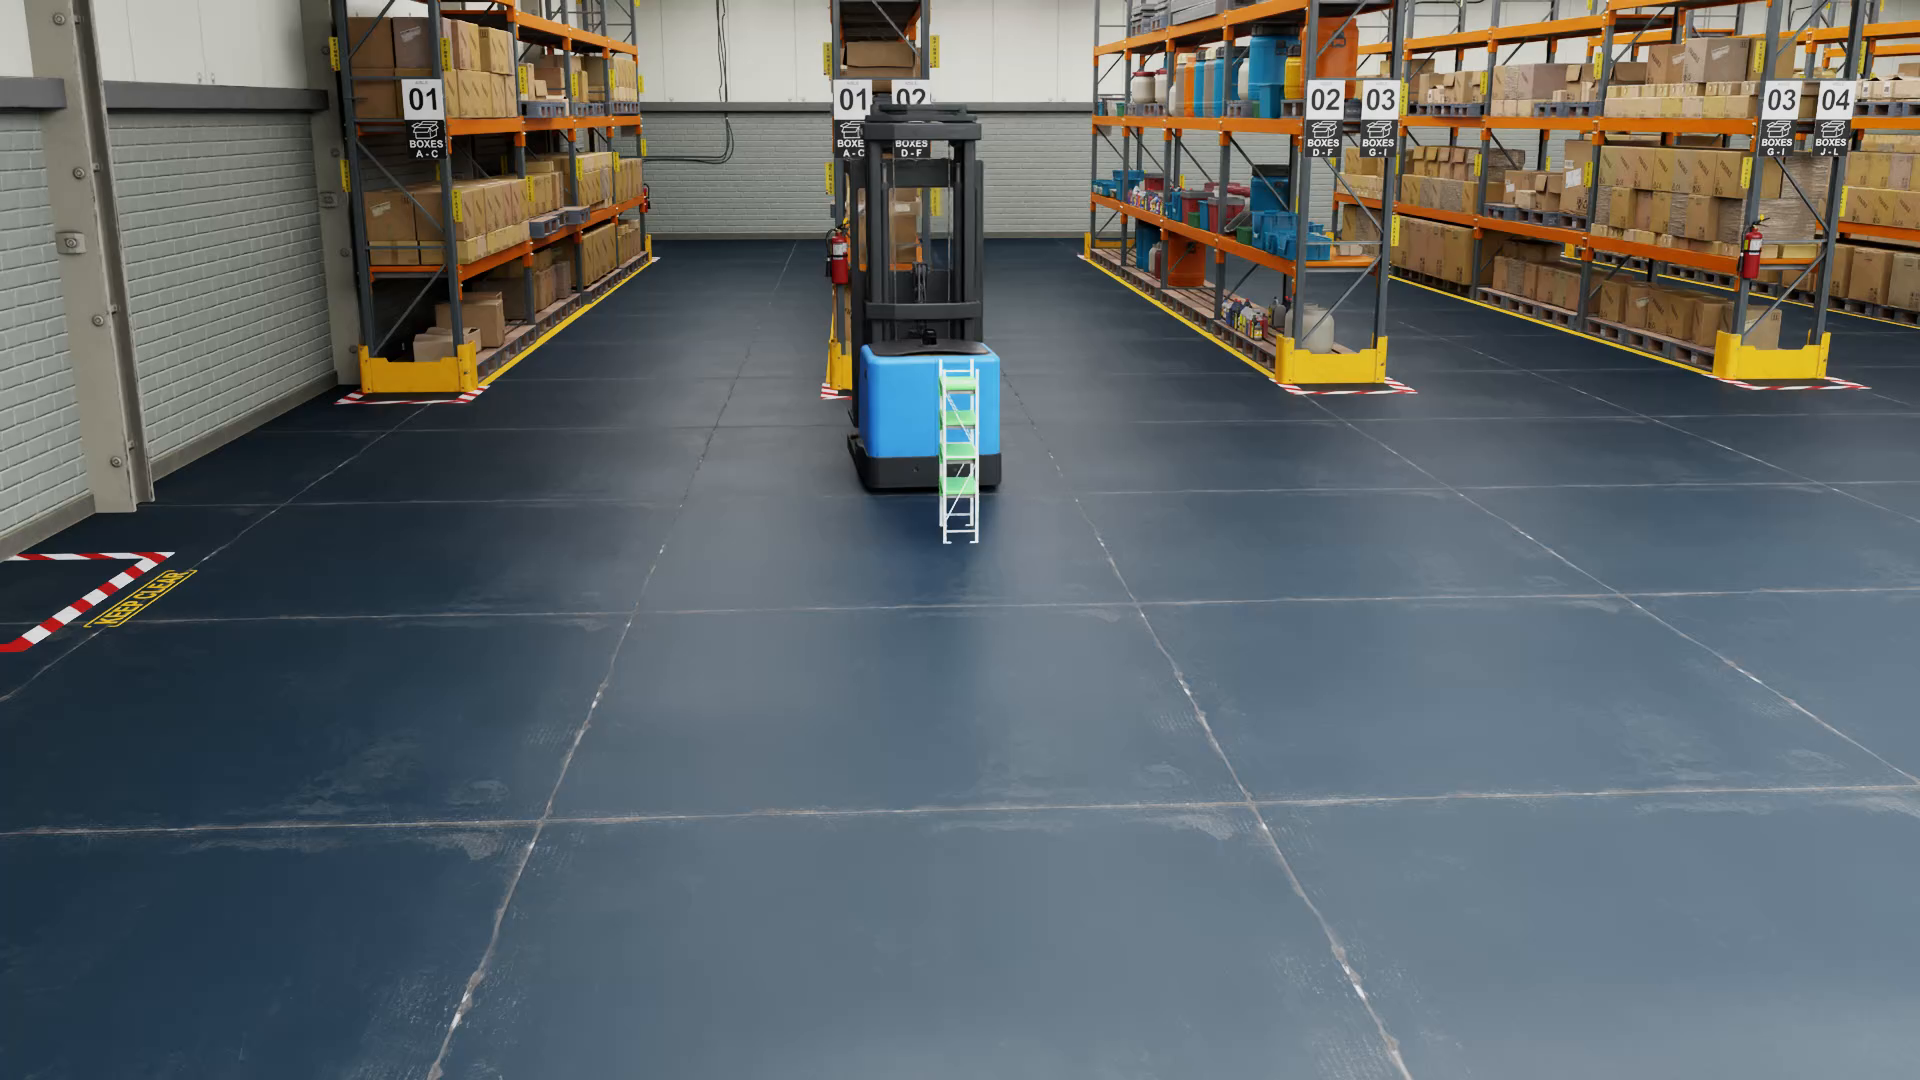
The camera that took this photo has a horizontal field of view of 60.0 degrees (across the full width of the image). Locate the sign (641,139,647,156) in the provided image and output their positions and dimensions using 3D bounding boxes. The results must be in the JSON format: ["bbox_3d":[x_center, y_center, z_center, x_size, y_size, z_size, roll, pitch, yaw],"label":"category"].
[{"bbox_3d":[-6.208,-7.698,32.625,0.100,0.325,0.005,-1,14,-3],"label":"sign"}]

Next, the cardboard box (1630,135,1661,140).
[{"bbox_3d":[12.931,-7.349,31.264,0.500,0.500,0.500,-1,14,-2],"label":"cardboard box"}]

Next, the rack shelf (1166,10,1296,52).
[{"bbox_3d":[3.757,-7.047,23.100,1.077,0.370,4.000,-1,14,-3],"label":"rack shelf"}]

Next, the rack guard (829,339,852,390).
[{"bbox_3d":[-0.814,-1.899,17.904,1.175,0.500,0.348,-1,14,-3],"label":"rack guard"}]

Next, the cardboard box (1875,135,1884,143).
[{"bbox_3d":[17.836,-7.703,31.937,0.380,0.149,0.250,-1,14,-3],"label":"cardboard box"}]

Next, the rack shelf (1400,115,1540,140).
[{"bbox_3d":[8.452,-6.859,27.588,1.077,0.370,4.000,-1,14,-3],"label":"rack shelf"}]

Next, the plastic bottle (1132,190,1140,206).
[{"bbox_3d":[3.056,-5.903,28.700,0.152,0.276,0.135,-1,14,-3],"label":"plastic bottle"}]

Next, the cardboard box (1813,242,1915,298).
[{"bbox_3d":[13.538,-4.052,24.928,1.050,0.750,0.750,-1,14,-3],"label":"cardboard box"}]

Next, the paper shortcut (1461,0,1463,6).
[{"bbox_3d":[7.970,-8.550,26.419,0.009,0.170,0.078,9,-17,-6],"label":"paper shortcut"}]

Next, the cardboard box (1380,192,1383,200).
[{"bbox_3d":[7.951,-6.329,30.609,0.380,0.149,0.250,-1,14,-4],"label":"cardboard box"}]

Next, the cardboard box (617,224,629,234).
[{"bbox_3d":[-6.319,-5.735,30.667,0.380,0.149,0.250,-1,14,-5],"label":"cardboard box"}]

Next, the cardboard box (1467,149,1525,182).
[{"bbox_3d":[8.547,-5.973,26.509,0.797,0.503,0.637,0,14,-2],"label":"cardboard box"}]

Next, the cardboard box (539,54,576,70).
[{"bbox_3d":[-6.530,-7.742,26.988,0.500,0.250,0.500,-1,14,-5],"label":"cardboard box"}]

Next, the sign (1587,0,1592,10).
[{"bbox_3d":[12.496,-10.686,32.965,0.100,0.325,0.005,-1,14,-3],"label":"sign"}]

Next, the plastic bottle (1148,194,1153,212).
[{"bbox_3d":[3.111,-5.502,27.126,0.061,0.283,0.133,-1,14,-3],"label":"plastic bottle"}]

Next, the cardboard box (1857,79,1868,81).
[{"bbox_3d":[13.358,-6.786,24.998,0.500,0.311,0.500,-1,14,-3],"label":"cardboard box"}]

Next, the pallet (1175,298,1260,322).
[{"bbox_3d":[3.715,-3.334,24.062,1.003,0.211,1.213,-1,14,-3],"label":"pallet"}]

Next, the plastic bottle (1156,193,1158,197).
[{"bbox_3d":[3.244,-5.551,27.314,0.061,0.283,0.133,-1,14,-3],"label":"plastic bottle"}]

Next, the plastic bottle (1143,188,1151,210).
[{"bbox_3d":[3.123,-5.654,27.582,0.144,0.351,0.185,-1,14,-3],"label":"plastic bottle"}]

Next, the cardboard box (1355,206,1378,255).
[{"bbox_3d":[8.257,-6.037,32.391,0.875,0.875,0.875,-1,14,-3],"label":"cardboard box"}]

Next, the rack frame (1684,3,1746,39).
[{"bbox_3d":[13.285,-9.209,29.258,1.000,3.000,0.127,-1,14,-3],"label":"rack frame"}]

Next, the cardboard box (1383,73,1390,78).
[{"bbox_3d":[8.191,-8.332,30.627,0.700,0.500,0.500,0,14,-1],"label":"cardboard box"}]

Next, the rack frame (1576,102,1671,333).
[{"bbox_3d":[8.824,-4.262,22.072,1.000,3.000,0.127,-1,14,-3],"label":"rack frame"}]

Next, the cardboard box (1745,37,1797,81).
[{"bbox_3d":[9.250,-5.528,19.172,0.500,0.500,0.500,-1,14,-4],"label":"cardboard box"}]

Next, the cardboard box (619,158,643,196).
[{"bbox_3d":[-6.709,-7.036,32.250,0.980,0.700,0.700,0,14,-1],"label":"cardboard box"}]

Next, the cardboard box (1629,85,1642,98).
[{"bbox_3d":[8.617,-5.617,20.817,0.380,0.149,0.250,-1,14,-3],"label":"cardboard box"}]

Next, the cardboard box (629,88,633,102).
[{"bbox_3d":[-6.407,-8.342,31.165,0.500,0.250,0.500,-1,14,-6],"label":"cardboard box"}]

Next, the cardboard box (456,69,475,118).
[{"bbox_3d":[-5.528,-4.770,17.785,0.500,0.500,0.500,0,14,0],"label":"cardboard box"}]

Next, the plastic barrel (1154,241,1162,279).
[{"bbox_3d":[3.516,-4.618,27.453,0.600,0.588,0.708,-1,14,-3],"label":"plastic barrel"}]

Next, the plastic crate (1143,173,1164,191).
[{"bbox_3d":[3.580,-6.461,30.371,0.402,0.464,0.583,-1,14,-3],"label":"plastic crate"}]

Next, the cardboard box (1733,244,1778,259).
[{"bbox_3d":[8.848,-3.214,18.500,0.380,0.149,0.250,-1,14,-3],"label":"cardboard box"}]

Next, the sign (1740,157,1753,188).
[{"bbox_3d":[8.517,-3.978,18.009,0.100,0.325,0.005,-1,14,-3],"label":"sign"}]

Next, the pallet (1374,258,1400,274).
[{"bbox_3d":[8.359,-5.092,30.892,1.003,0.211,1.213,-1,14,-3],"label":"pallet"}]

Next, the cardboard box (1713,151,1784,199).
[{"bbox_3d":[8.791,-4.077,18.549,0.500,0.500,0.500,-1,14,-3],"label":"cardboard box"}]

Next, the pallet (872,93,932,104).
[{"bbox_3d":[-0.834,-4.702,17.938,1.003,0.211,1.213,-1,14,-3],"label":"pallet"}]

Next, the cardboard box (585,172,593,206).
[{"bbox_3d":[-6.053,-5.485,25.987,0.500,0.500,0.500,0,14,-2],"label":"cardboard box"}]

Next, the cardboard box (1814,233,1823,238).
[{"bbox_3d":[13.732,-4.840,26.986,0.500,0.250,0.500,-2,15,-6],"label":"cardboard box"}]

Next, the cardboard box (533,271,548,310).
[{"bbox_3d":[-6.143,-3.473,23.140,0.700,0.500,0.500,-1,14,-3],"label":"cardboard box"}]

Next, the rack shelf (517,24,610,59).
[{"bbox_3d":[-6.379,-7.888,26.372,1.077,0.370,4.000,-1,14,-3],"label":"rack shelf"}]

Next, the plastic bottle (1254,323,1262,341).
[{"bbox_3d":[3.577,-2.499,19.952,0.097,0.201,0.097,0,14,0],"label":"plastic bottle"}]

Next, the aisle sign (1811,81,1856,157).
[{"bbox_3d":[9.375,-4.516,17.840,0.394,0.787,0.004,-1,14,-3],"label":"aisle sign"}]

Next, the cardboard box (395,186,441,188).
[{"bbox_3d":[-6.059,-3.706,18.667,0.500,0.500,0.500,-1,14,-5],"label":"cardboard box"}]

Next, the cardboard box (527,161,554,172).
[{"bbox_3d":[-6.204,-5.518,24.567,0.380,0.149,0.250,-3,15,-11],"label":"cardboard box"}]

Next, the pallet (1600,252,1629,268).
[{"bbox_3d":[13.130,-5.424,32.182,1.003,0.211,1.213,-1,14,-3],"label":"pallet"}]

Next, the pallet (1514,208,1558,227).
[{"bbox_3d":[8.740,-4.673,24.052,1.003,0.211,1.213,-1,14,-3],"label":"pallet"}]

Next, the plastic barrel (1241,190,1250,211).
[{"bbox_3d":[4.040,-4.493,22.696,0.433,0.535,0.433,0,14,0],"label":"plastic barrel"}]

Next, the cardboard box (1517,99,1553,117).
[{"bbox_3d":[8.424,-6.261,24.122,0.500,0.250,0.500,-1,14,-2],"label":"cardboard box"}]

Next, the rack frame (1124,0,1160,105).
[{"bbox_3d":[3.385,-9.081,28.761,1.000,3.000,0.127,-1,14,-3],"label":"rack frame"}]

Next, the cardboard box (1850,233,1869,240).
[{"bbox_3d":[18.177,-5.972,33.017,0.875,0.438,0.875,0,14,-2],"label":"cardboard box"}]

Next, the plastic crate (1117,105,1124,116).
[{"bbox_3d":[3.057,-7.626,29.552,0.450,0.188,0.662,-1,14,-3],"label":"plastic crate"}]

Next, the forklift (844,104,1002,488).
[{"bbox_3d":[-0.386,-2.135,13.942,1.130,2.935,3.031,-2,15,-7],"label":"forklift"}]

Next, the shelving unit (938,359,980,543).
[{"bbox_3d":[-0.010,-0.622,11.537,0.258,1.200,0.503,-1,14,-3],"label":"shelving unit"}]

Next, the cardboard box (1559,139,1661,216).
[{"bbox_3d":[8.915,-4.956,22.722,1.000,1.000,1.000,-1,14,-3],"label":"cardboard box"}]

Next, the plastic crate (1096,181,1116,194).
[{"bbox_3d":[2.865,-6.888,32.493,0.416,0.233,0.300,-1,14,-3],"label":"plastic crate"}]

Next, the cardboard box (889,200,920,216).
[{"bbox_3d":[-0.625,-3.579,17.914,0.380,0.149,0.250,-1,14,-4],"label":"cardboard box"}]

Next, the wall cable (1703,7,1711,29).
[{"bbox_3d":[17.338,-11.715,39.000,0.463,3.000,0.029,-1,14,-3],"label":"wall cable"}]
